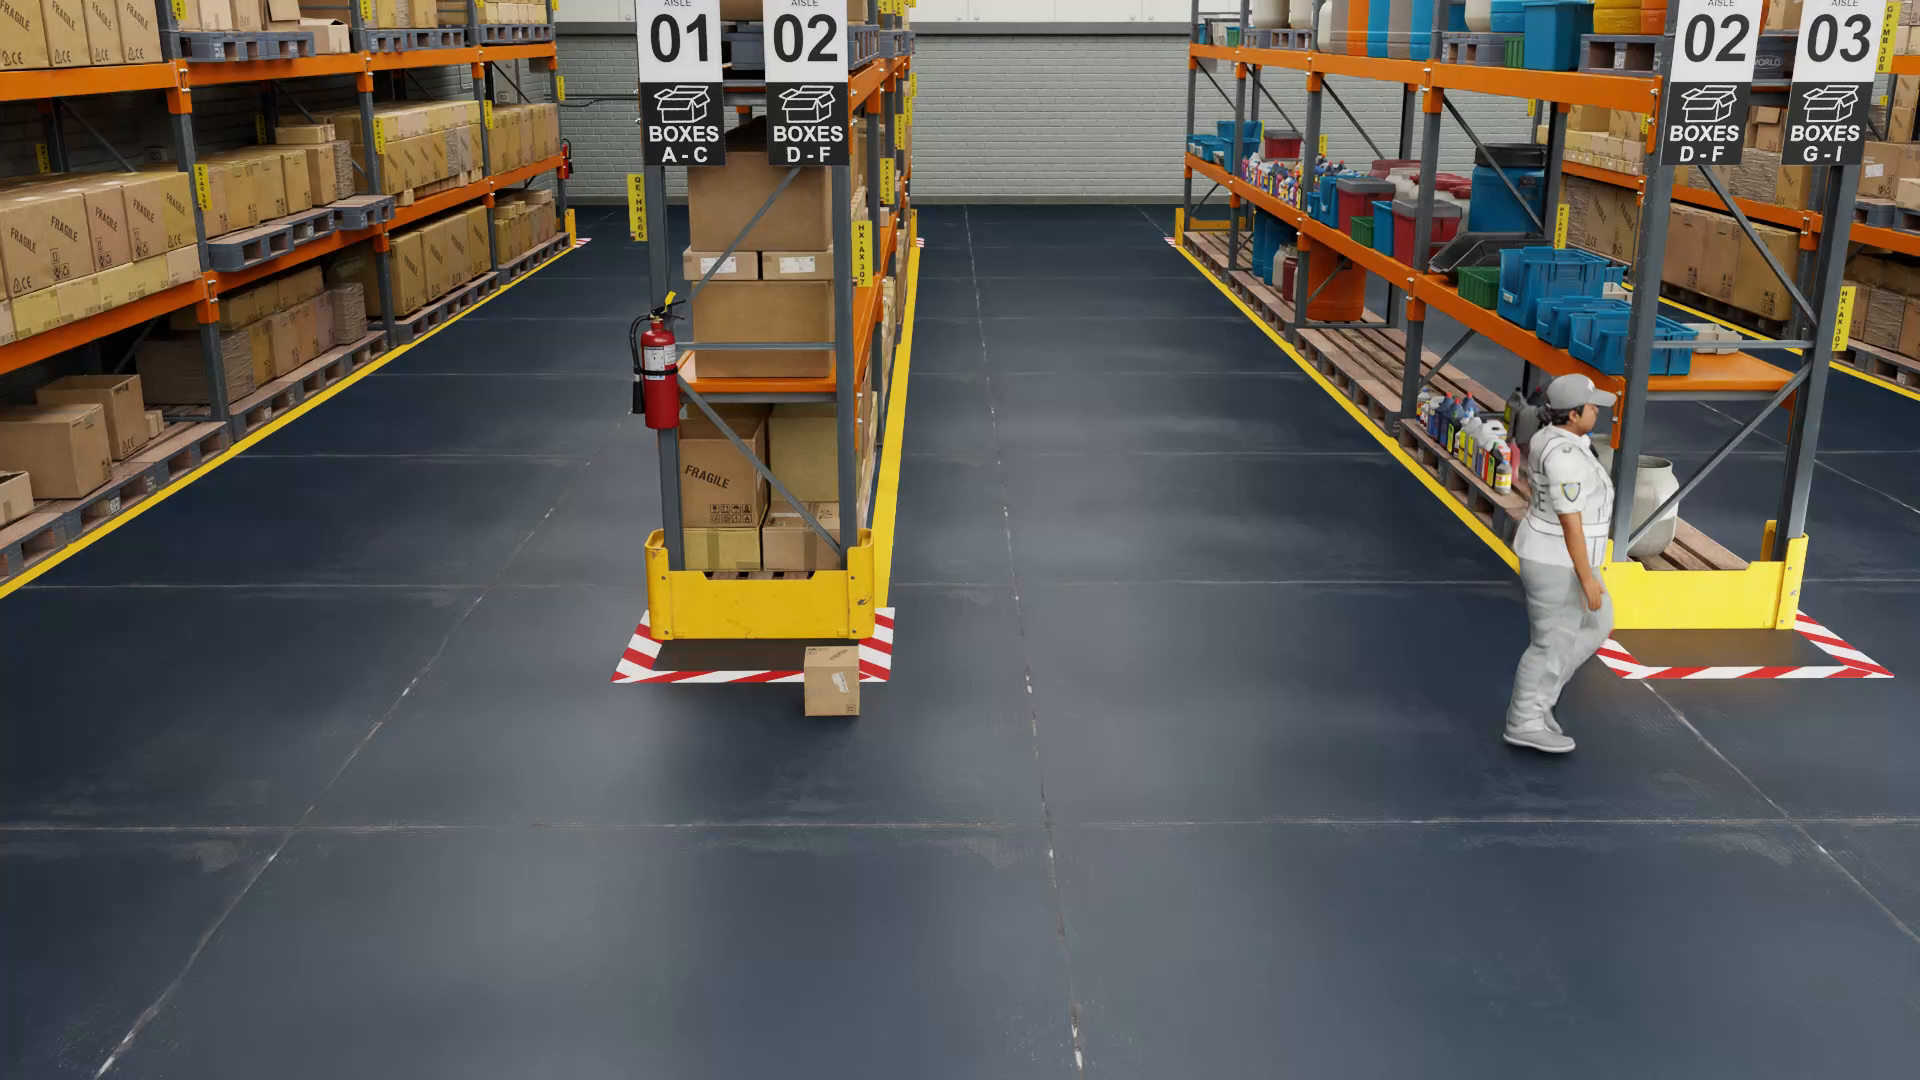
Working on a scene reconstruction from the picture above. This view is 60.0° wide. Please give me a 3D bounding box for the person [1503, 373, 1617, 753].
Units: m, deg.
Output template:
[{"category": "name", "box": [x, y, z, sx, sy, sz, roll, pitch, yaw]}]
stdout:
[{"category": "person", "box": [2.611, 0.124, 7.124, 0.468, 1.694, 0.477, 4, 18, 12]}]
